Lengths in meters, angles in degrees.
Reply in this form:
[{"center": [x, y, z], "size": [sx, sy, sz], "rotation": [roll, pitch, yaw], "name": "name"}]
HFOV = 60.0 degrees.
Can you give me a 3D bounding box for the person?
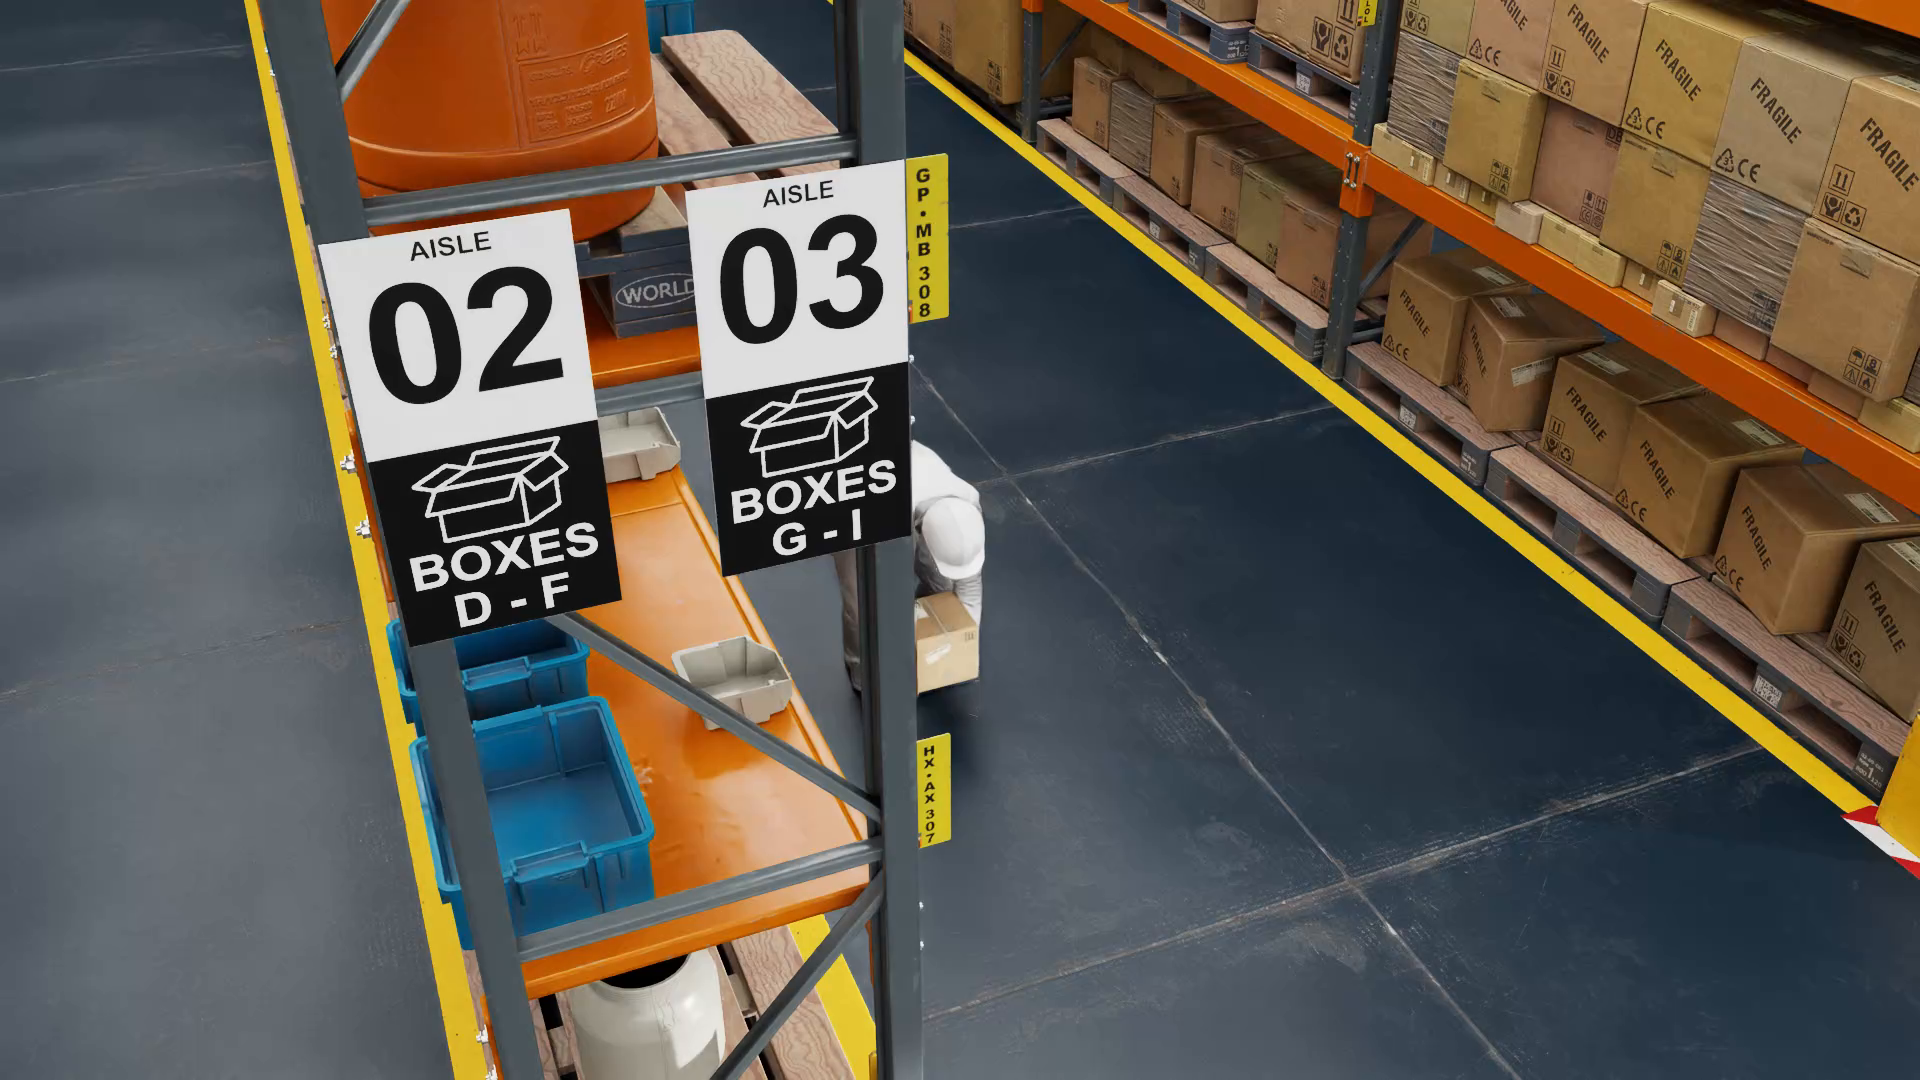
[{"center": [-0.182, 0.164, 6.451], "size": [0.496, 1.132, 0.979], "rotation": [-15, 36, -21], "name": "person"}]
